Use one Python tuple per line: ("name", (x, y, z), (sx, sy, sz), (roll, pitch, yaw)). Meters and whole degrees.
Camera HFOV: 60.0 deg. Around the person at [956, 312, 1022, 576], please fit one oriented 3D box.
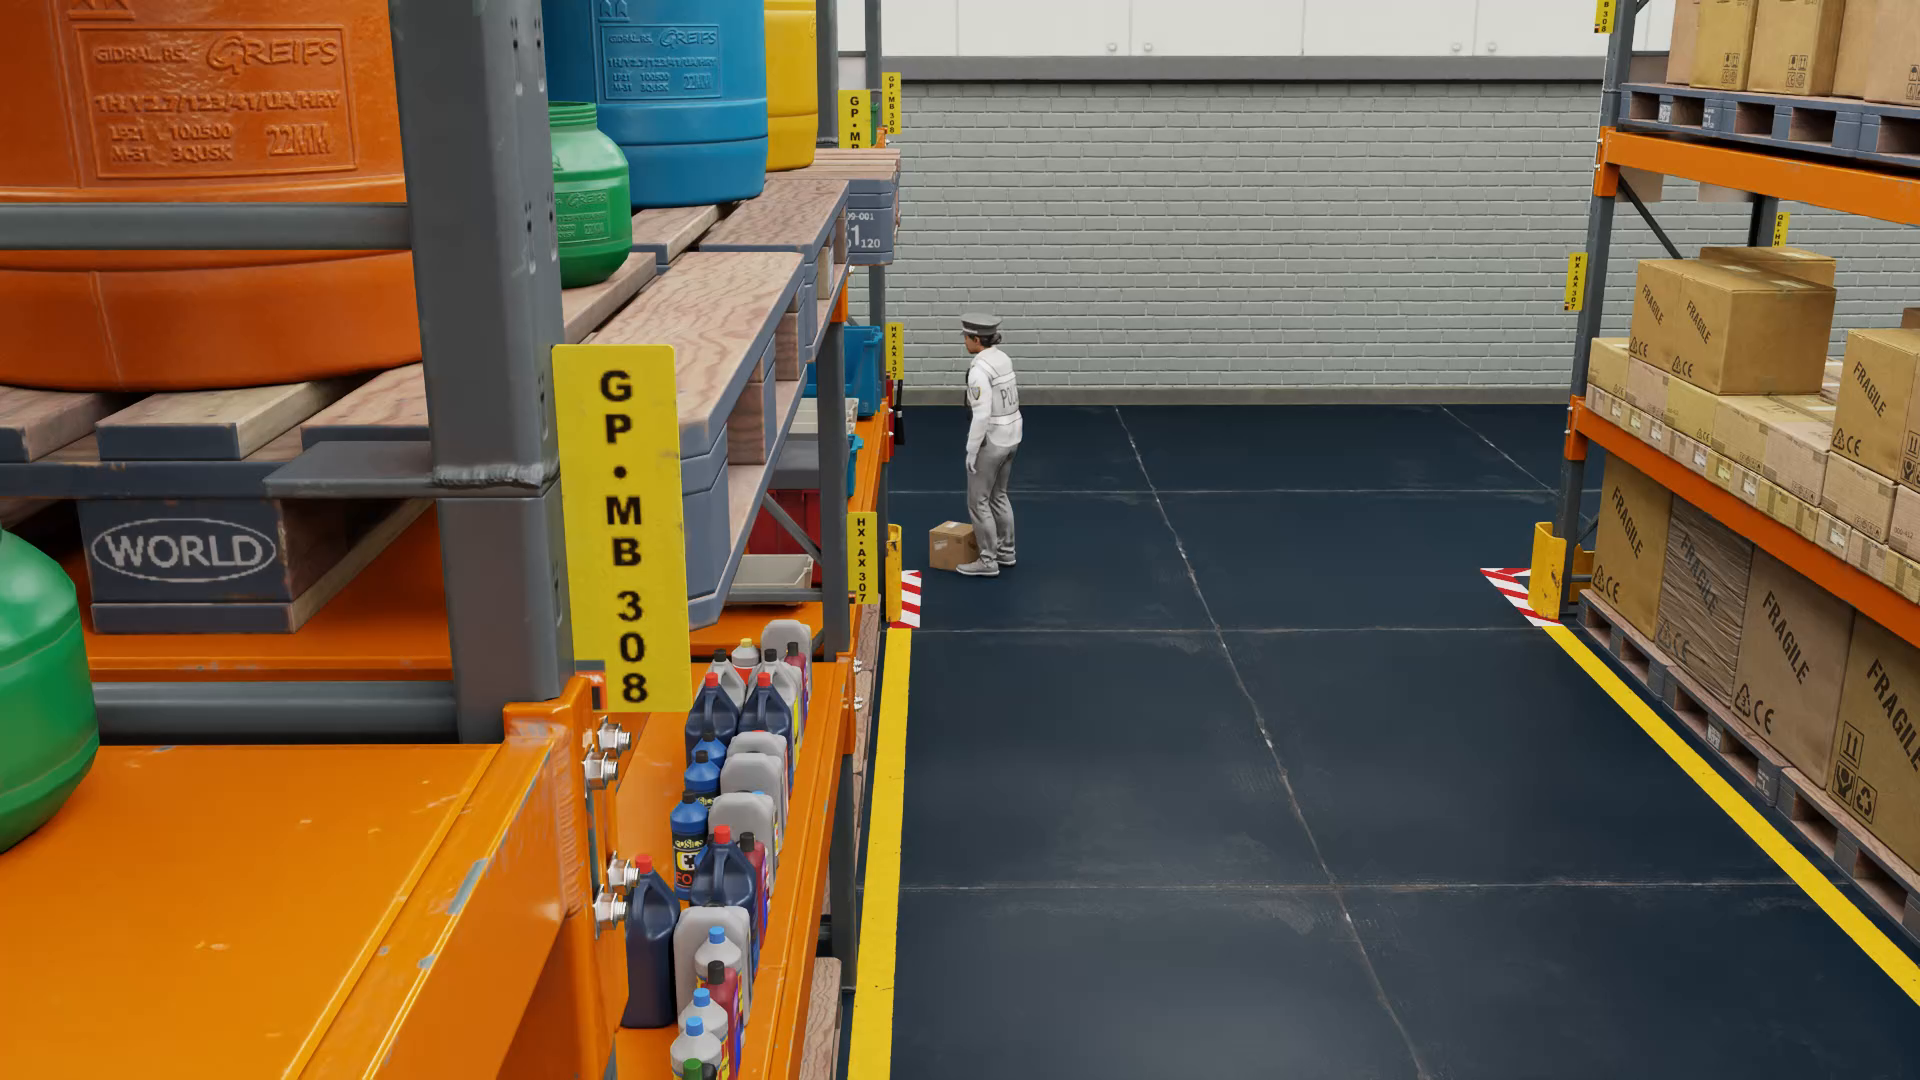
("person", (0.184, -0.596, 10.462), (0.375, 1.662, 0.541), (8, 19, 25))
